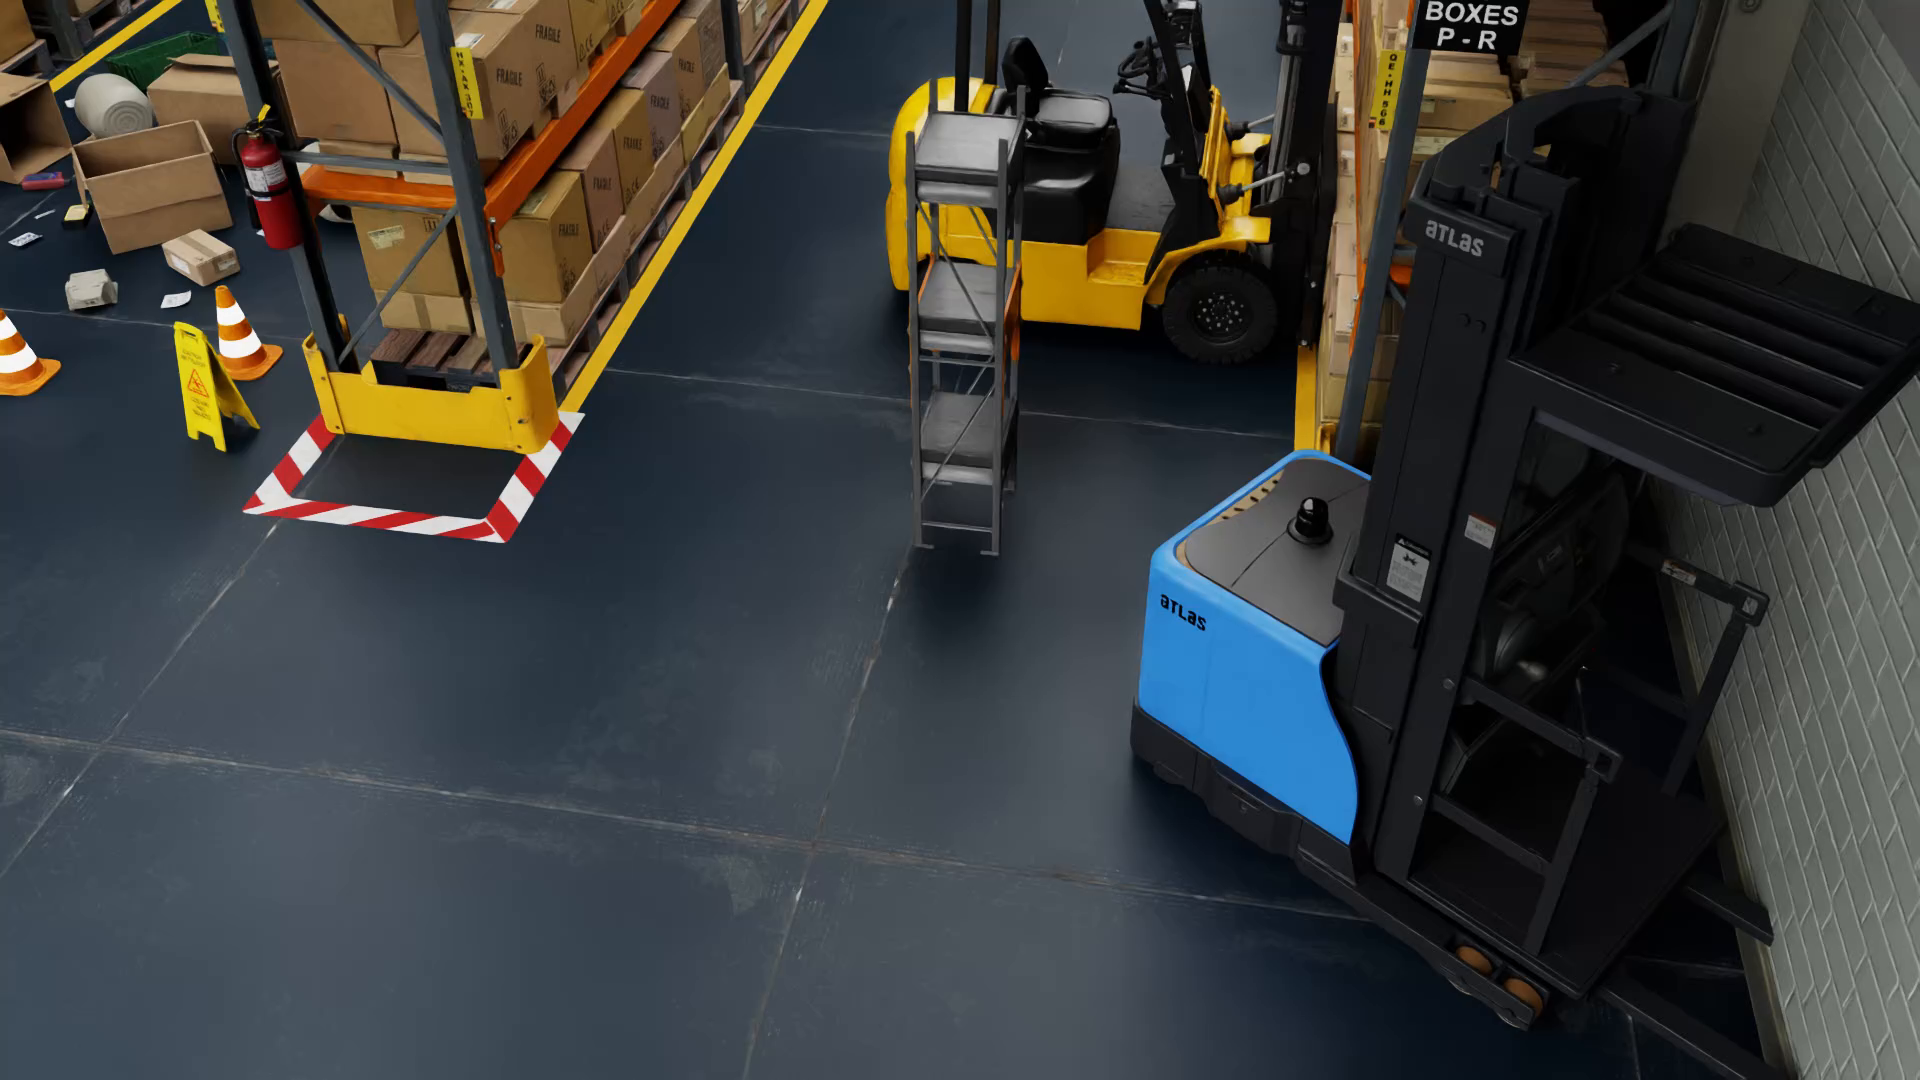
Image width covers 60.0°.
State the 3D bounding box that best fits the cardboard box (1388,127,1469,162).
[{"bbox_3d":[1.998,-1.699,6.960,0.380,0.149,0.250,7,40,8],"label":"cardboard box"}]

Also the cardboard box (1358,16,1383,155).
[{"bbox_3d":[2.227,-2.184,8.056,0.500,0.500,0.500,6,40,7],"label":"cardboard box"}]

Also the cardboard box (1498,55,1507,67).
[{"bbox_3d":[2.724,-2.126,7.986,0.500,0.500,0.500,6,40,7],"label":"cardboard box"}]

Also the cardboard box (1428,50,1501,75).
[{"bbox_3d":[2.080,-1.971,7.056,0.380,0.149,0.250,6,40,8],"label":"cardboard box"}]

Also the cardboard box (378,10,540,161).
[{"bbox_3d":[-2.321,-2.127,7.753,0.500,0.500,0.500,6,40,7],"label":"cardboard box"}]

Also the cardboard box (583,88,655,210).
[{"bbox_3d":[-2.079,-2.231,9.431,0.500,0.500,0.500,7,40,9],"label":"cardboard box"}]

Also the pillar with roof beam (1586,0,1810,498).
[{"bbox_3d":[-1.018,-4.286,5.969,9.100,9.000,0.400,6,40,8],"label":"pillar with roof beam"}]

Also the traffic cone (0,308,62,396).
[{"bbox_3d":[-5.024,-1.050,8.754,0.336,0.463,0.334,6,40,8],"label":"traffic cone"}]

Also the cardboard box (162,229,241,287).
[{"bbox_3d":[-4.439,-1.653,9.729,0.380,0.149,0.250,28,47,30],"label":"cardboard box"}]

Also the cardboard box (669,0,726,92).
[{"bbox_3d":[-1.822,-3.207,10.612,0.500,0.500,0.500,6,40,7],"label":"cardboard box"}]

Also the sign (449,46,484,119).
[{"bbox_3d":[-2.142,-1.981,7.209,0.100,0.325,0.005,6,40,8],"label":"sign"}]

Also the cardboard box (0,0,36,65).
[{"bbox_3d":[-7.054,-3.655,11.252,0.875,0.875,0.875,7,40,8],"label":"cardboard box"}]

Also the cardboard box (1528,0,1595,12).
[{"bbox_3d":[2.671,-2.402,7.577,0.380,0.149,0.250,8,40,9],"label":"cardboard box"}]

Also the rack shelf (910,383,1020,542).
[{"bbox_3d":[0.029,-0.363,7.758,0.431,0.518,0.480,6,40,8],"label":"rack shelf"}]

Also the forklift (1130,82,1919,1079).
[{"bbox_3d":[2.089,0.188,5.319,3.031,2.935,1.130,32,49,33],"label":"forklift"}]

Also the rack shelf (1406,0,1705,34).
[{"bbox_3d":[2.560,-3.296,7.689,1.077,0.370,4.000,6,40,8],"label":"rack shelf"}]

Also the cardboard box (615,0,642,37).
[{"bbox_3d":[-1.994,-2.924,9.227,0.380,0.149,0.250,7,40,8],"label":"cardboard box"}]

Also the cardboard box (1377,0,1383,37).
[{"bbox_3d":[2.195,-2.506,7.937,0.380,0.149,0.250,7,40,8],"label":"cardboard box"}]

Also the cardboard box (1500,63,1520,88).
[{"bbox_3d":[2.558,-1.955,7.270,0.380,0.149,0.250,6,40,7],"label":"cardboard box"}]

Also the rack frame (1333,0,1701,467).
[{"bbox_3d":[2.214,-1.162,6.898,1.000,3.000,0.127,6,40,8],"label":"rack frame"}]

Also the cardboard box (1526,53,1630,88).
[{"bbox_3d":[2.590,-1.912,6.984,0.380,0.149,0.250,8,40,9],"label":"cardboard box"}]

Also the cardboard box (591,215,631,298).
[{"bbox_3d":[-2.168,-1.604,9.261,0.500,0.250,0.500,8,40,9],"label":"cardboard box"}]

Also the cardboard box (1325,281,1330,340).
[{"bbox_3d":[2.087,-1.110,8.271,0.500,0.250,0.500,6,40,7],"label":"cardboard box"}]

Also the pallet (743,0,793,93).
[{"bbox_3d":[-1.850,-3.631,12.073,1.003,0.211,1.213,6,40,8],"label":"pallet"}]

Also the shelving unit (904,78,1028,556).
[{"bbox_3d":[0.029,-0.913,7.303,0.431,2.100,0.503,6,40,8],"label":"shelving unit"}]

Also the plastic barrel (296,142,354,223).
[{"bbox_3d":[-3.810,-2.177,10.148,0.421,0.421,0.512,-28,47,-30],"label":"plastic barrel"}]

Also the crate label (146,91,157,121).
[{"bbox_3d":[-5.414,-3.000,11.368,0.298,0.136,0.250,-20,44,-23],"label":"crate label"}]

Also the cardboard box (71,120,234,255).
[{"bbox_3d":[-4.865,-2.126,10.023,0.797,0.503,0.637,-20,44,-23],"label":"cardboard box"}]

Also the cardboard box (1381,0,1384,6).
[{"bbox_3d":[2.190,-2.625,7.847,0.380,0.149,0.250,7,40,9],"label":"cardboard box"}]

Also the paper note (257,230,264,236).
[{"bbox_3d":[-4.178,-1.887,10.115,0.148,0.019,0.142,20,44,23],"label":"paper note"}]

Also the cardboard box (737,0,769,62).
[{"bbox_3d":[-1.895,-3.696,11.695,0.950,0.372,0.625,7,40,8],"label":"cardboard box"}]

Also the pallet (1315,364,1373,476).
[{"bbox_3d":[2.305,-0.572,8.372,1.003,0.211,1.213,6,40,8],"label":"pallet"}]

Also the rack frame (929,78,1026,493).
[{"bbox_3d":[0.071,-1.066,7.489,0.400,2.100,0.015,6,40,8],"label":"rack frame"}]

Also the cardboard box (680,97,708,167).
[{"bbox_3d":[-1.904,-2.583,10.445,0.500,0.250,0.500,5,40,6],"label":"cardboard box"}]

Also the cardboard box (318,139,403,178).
[{"bbox_3d":[-2.822,-1.868,7.949,0.380,0.149,0.250,8,40,9],"label":"cardboard box"}]

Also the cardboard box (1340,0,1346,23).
[{"bbox_3d":[3.127,-3.733,11.543,0.875,0.625,0.625,6,40,7],"label":"cardboard box"}]

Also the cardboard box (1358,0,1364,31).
[{"bbox_3d":[2.498,-3.132,9.203,0.500,0.500,0.500,7,40,8],"label":"cardboard box"}]

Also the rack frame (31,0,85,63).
[{"bbox_3d":[-6.877,-4.699,11.177,1.000,3.000,0.127,6,40,8],"label":"rack frame"}]

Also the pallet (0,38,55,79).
[{"bbox_3d":[-7.085,-3.156,11.499,1.003,0.211,1.213,6,40,8],"label":"pallet"}]

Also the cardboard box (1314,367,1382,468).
[{"bbox_3d":[1.984,-0.594,8.039,0.500,0.250,0.500,7,40,8],"label":"cardboard box"}]

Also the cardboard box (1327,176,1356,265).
[{"bbox_3d":[2.146,-1.611,8.485,0.500,0.250,0.500,7,40,8],"label":"cardboard box"}]

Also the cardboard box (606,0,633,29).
[{"bbox_3d":[-2.067,-3.092,8.921,0.500,0.500,0.500,6,40,7],"label":"cardboard box"}]

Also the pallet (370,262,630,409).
[{"bbox_3d":[-2.487,-1.186,9.115,1.003,0.211,1.213,6,40,8],"label":"pallet"}]

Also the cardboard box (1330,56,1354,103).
[{"bbox_3d":[2.414,-2.571,9.646,0.500,0.250,0.500,6,40,8],"label":"cardboard box"}]

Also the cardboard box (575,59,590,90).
[{"bbox_3d":[-2.157,-2.438,8.639,0.380,0.149,0.250,7,40,9],"label":"cardboard box"}]

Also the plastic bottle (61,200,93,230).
[{"bbox_3d":[-5.418,-2.002,10.221,0.133,0.061,0.283,-6,40,-8],"label":"plastic bottle"}]

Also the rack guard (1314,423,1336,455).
[{"bbox_3d":[2.209,-0.183,7.676,1.175,0.500,0.348,6,40,8],"label":"rack guard"}]
